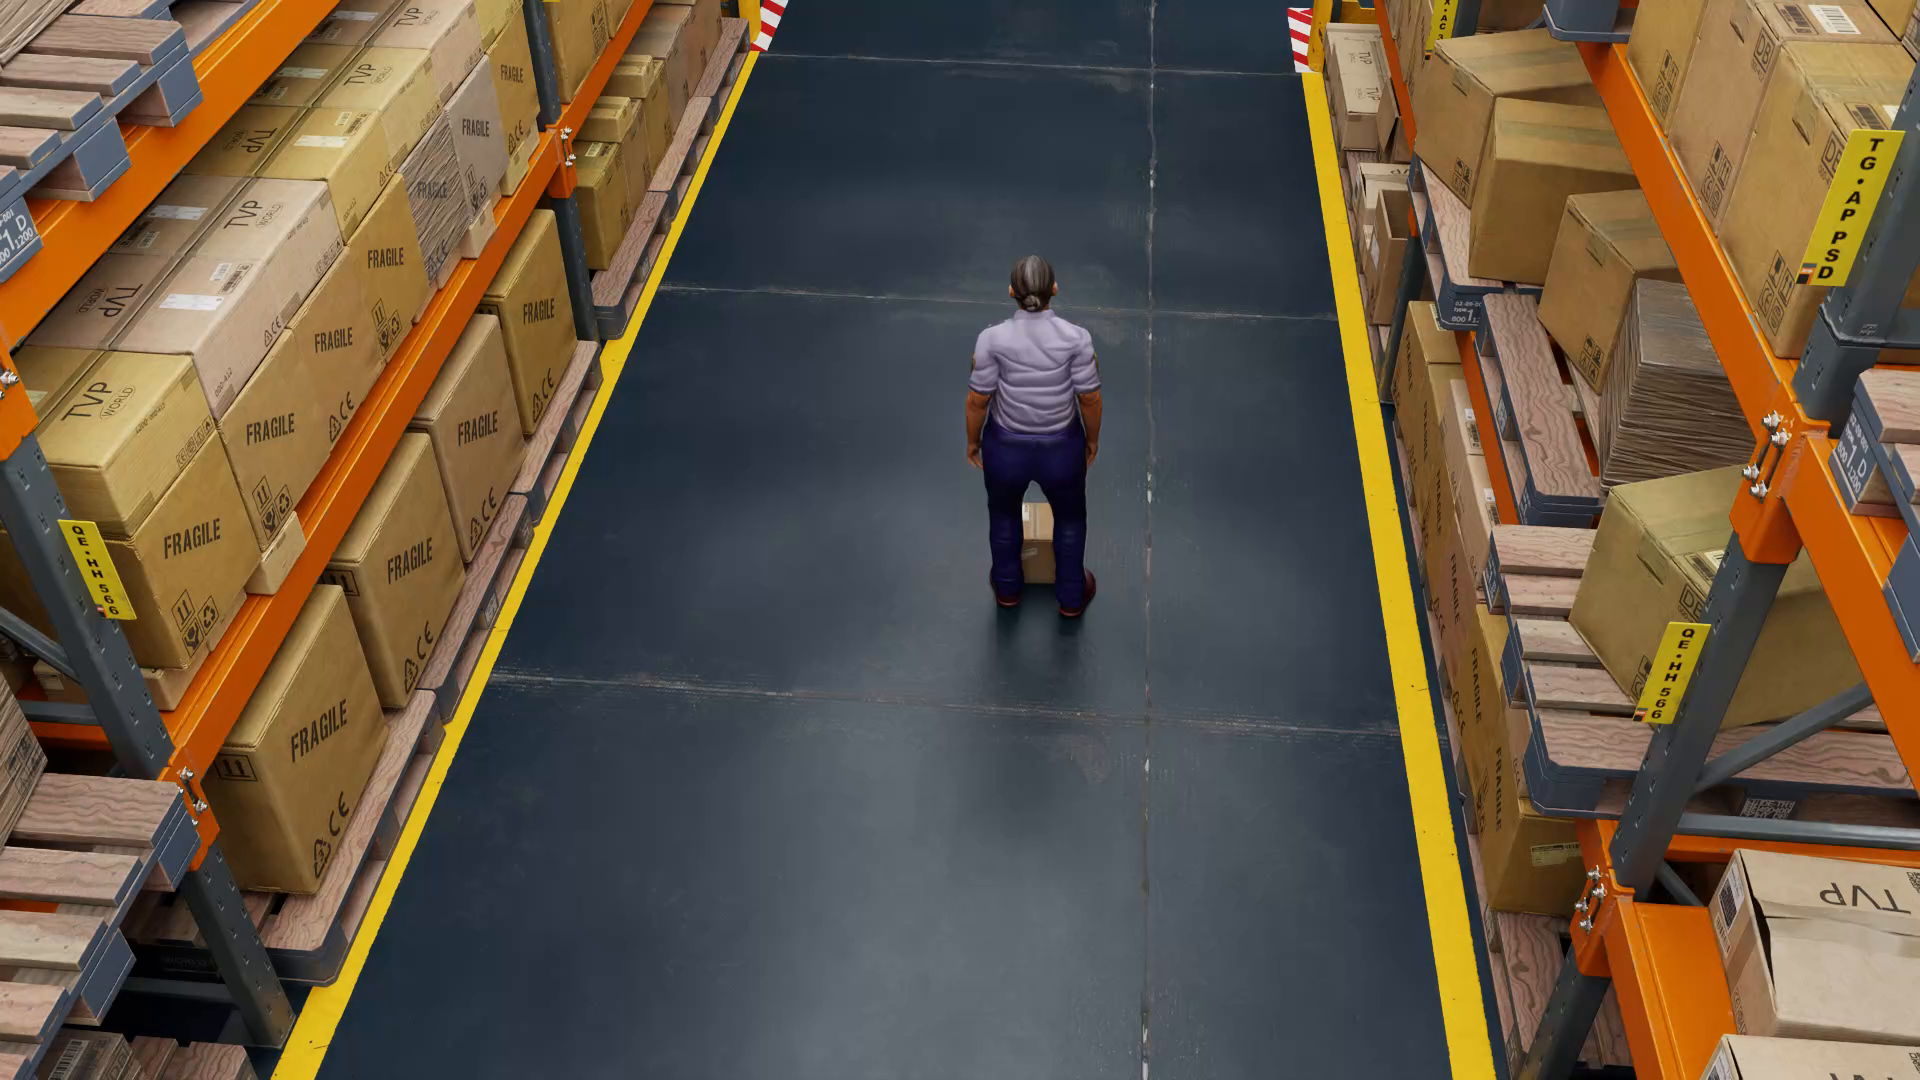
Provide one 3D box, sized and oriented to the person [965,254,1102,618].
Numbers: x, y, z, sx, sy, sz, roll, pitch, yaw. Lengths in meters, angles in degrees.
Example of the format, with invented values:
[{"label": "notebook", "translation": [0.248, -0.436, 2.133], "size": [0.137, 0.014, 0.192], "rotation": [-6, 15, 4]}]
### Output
[{"label": "person", "translation": [0.309, -0.386, 6.618], "size": [0.554, 1.652, 0.422], "rotation": [1, 40, 1]}]
